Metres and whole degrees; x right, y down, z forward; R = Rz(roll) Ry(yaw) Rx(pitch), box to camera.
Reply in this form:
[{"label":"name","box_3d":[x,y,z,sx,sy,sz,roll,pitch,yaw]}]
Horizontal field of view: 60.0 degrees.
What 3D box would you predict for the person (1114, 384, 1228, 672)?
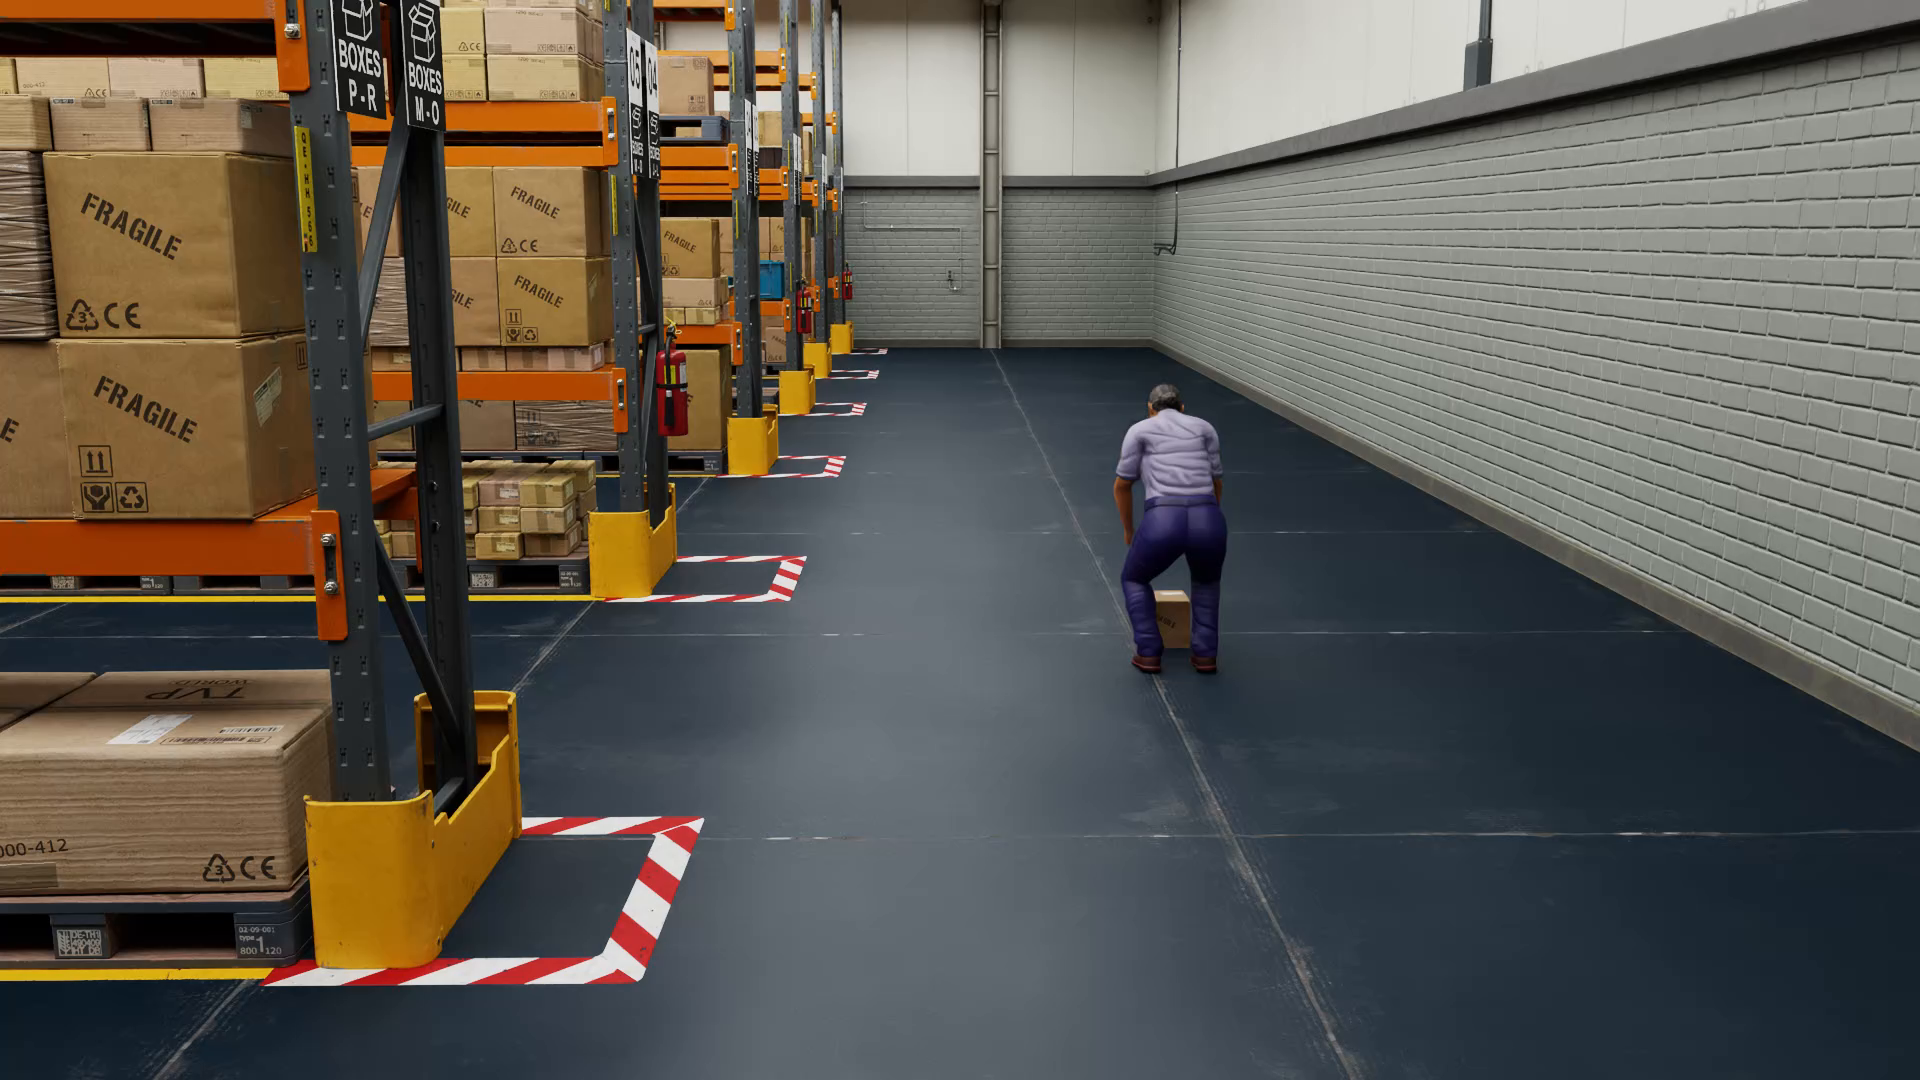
[{"label":"person","box_3d":[1.016,-0.052,8.039,0.534,1.368,0.655,0,10,-1]}]
